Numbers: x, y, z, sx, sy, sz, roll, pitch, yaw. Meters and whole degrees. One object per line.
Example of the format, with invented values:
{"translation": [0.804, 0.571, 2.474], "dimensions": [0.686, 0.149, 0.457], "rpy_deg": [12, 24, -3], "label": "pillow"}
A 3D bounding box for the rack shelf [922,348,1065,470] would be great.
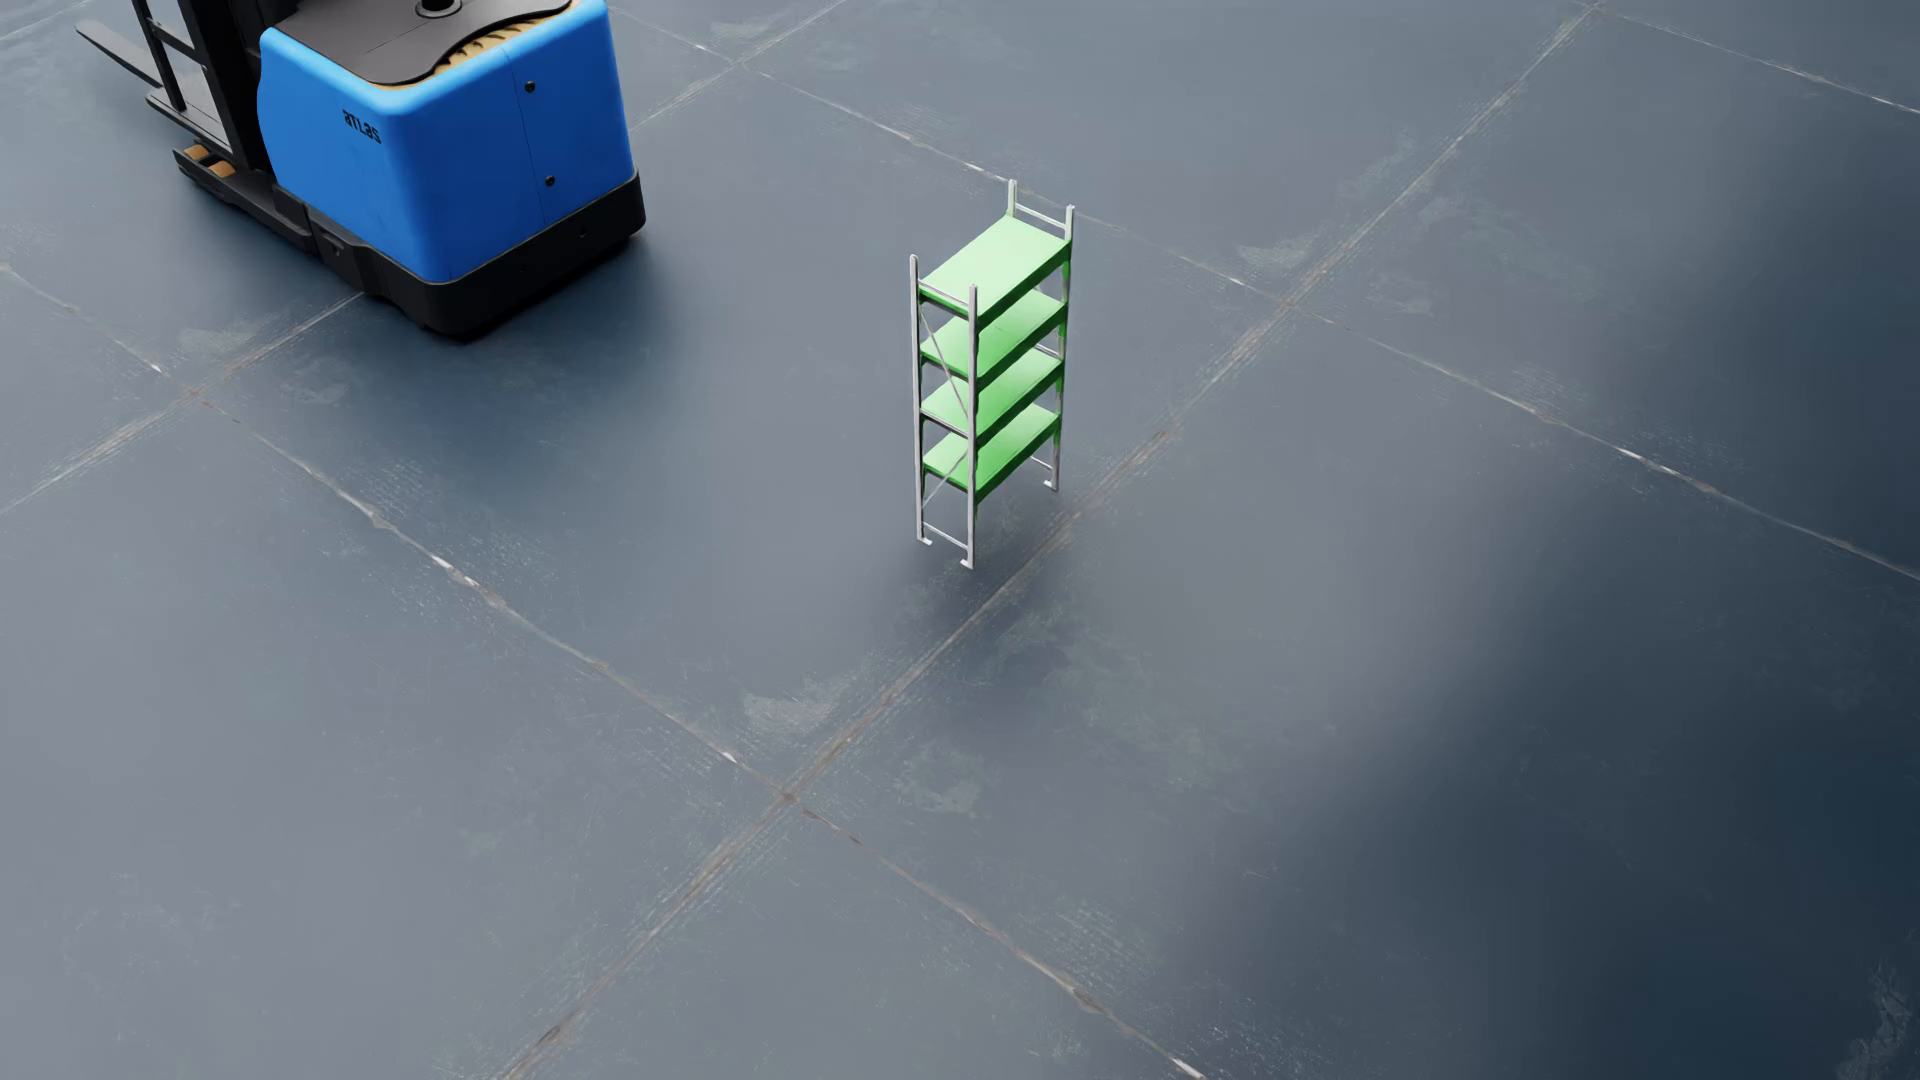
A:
{"translation": [0.101, -0.465, 5.453], "dimensions": [0.258, 0.148, 0.480], "rpy_deg": [29, 53, 25], "label": "rack shelf"}

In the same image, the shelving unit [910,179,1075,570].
{"translation": [0.101, -0.509, 5.407], "dimensions": [0.258, 1.200, 0.503], "rpy_deg": [29, 53, 25], "label": "shelving unit"}

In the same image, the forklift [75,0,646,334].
{"translation": [-2.753, -2.724, 6.325], "dimensions": [3.031, 2.935, 1.130], "rpy_deg": [32, 54, 27], "label": "forklift"}

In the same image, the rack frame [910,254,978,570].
{"translation": [-0.048, -0.370, 5.273], "dimensions": [0.240, 1.200, 0.015], "rpy_deg": [29, 53, 25], "label": "rack frame"}

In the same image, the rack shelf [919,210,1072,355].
{"translation": [0.101, -0.797, 5.106], "dimensions": [0.258, 0.148, 0.480], "rpy_deg": [29, 53, 25], "label": "rack shelf"}

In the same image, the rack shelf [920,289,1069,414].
{"translation": [0.101, -0.631, 5.279], "dimensions": [0.258, 0.148, 0.480], "rpy_deg": [29, 53, 25], "label": "rack shelf"}

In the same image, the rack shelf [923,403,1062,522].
{"translation": [0.101, -0.299, 5.626], "dimensions": [0.258, 0.148, 0.480], "rpy_deg": [29, 53, 25], "label": "rack shelf"}

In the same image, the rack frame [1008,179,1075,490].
{"translation": [0.250, -0.649, 5.540], "dimensions": [0.240, 1.200, 0.015], "rpy_deg": [29, 53, 25], "label": "rack frame"}
